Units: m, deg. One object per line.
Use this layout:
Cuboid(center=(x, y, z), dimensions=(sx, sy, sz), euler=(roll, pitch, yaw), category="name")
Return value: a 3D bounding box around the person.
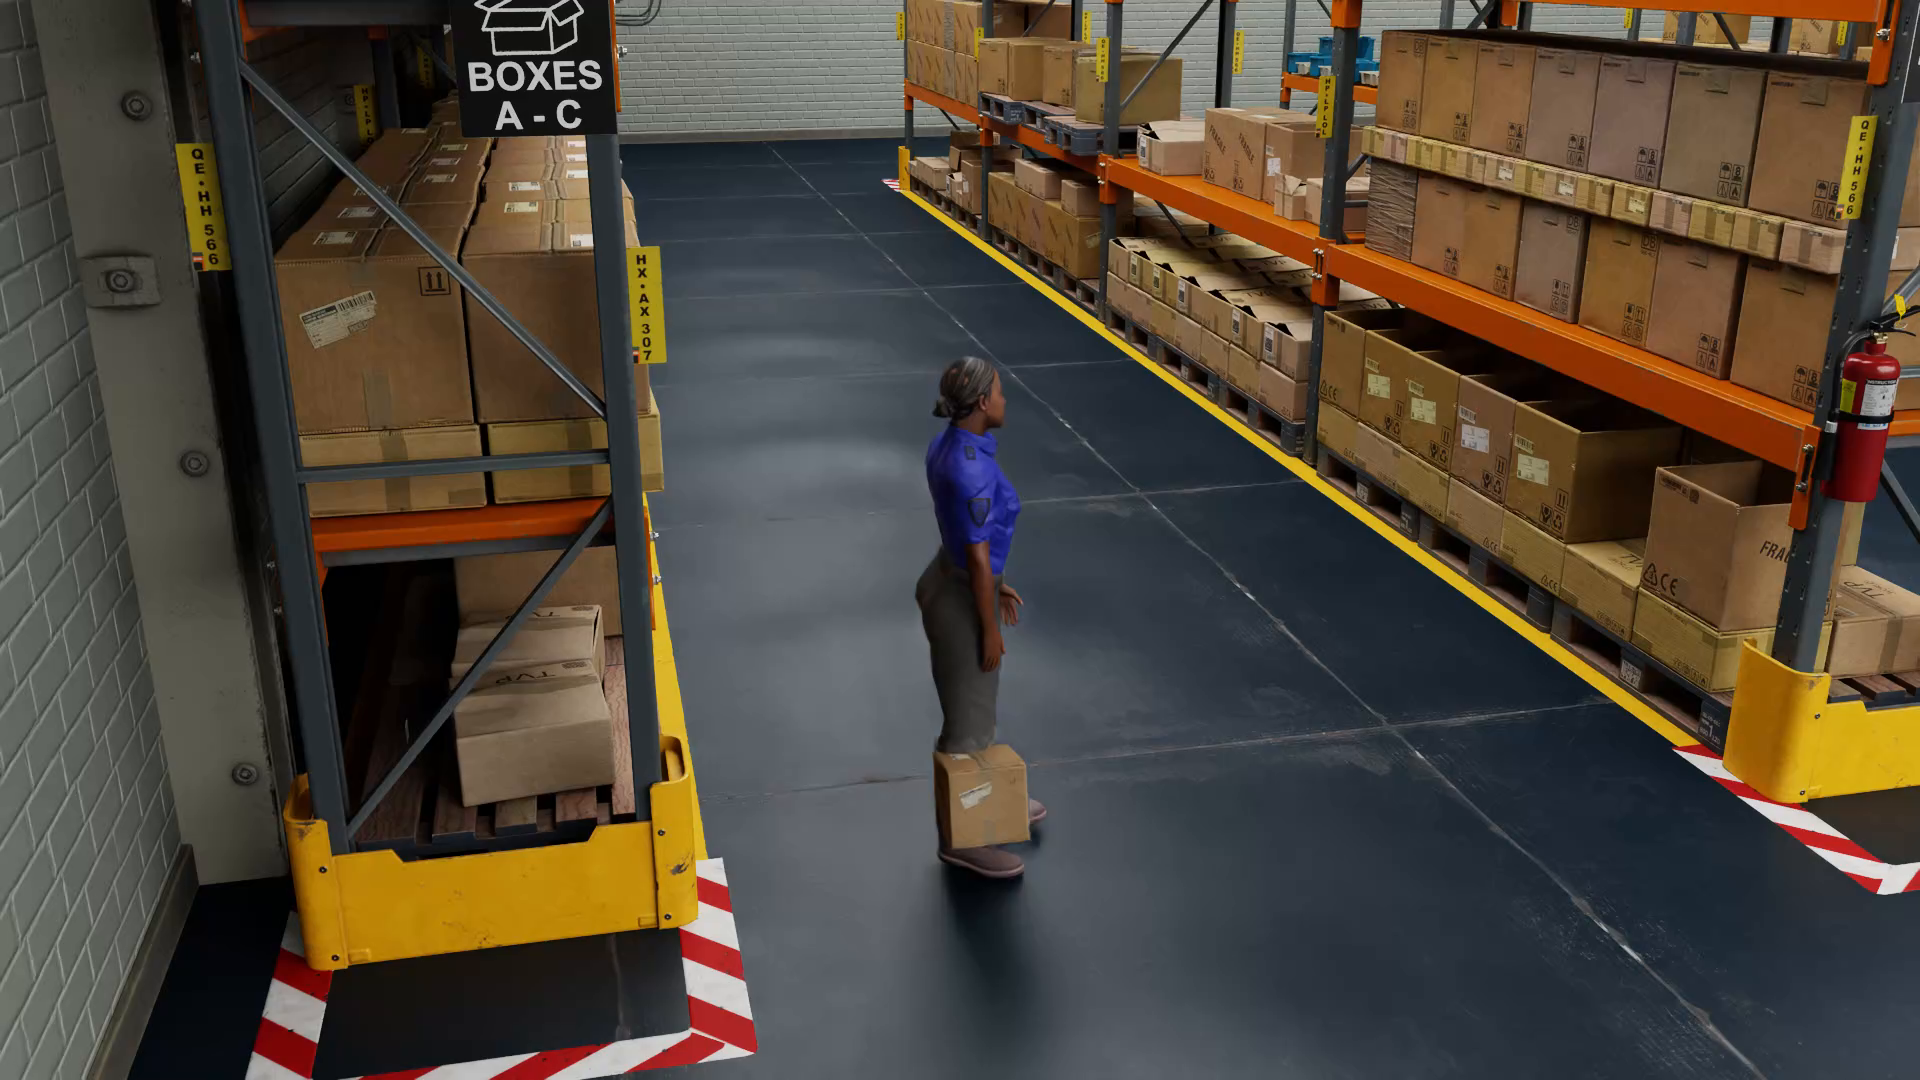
Cuboid(center=(0.089, 0.238, 5.354), dimensions=(0.441, 1.668, 0.502), euler=(-3, 20, -8), category="person")
